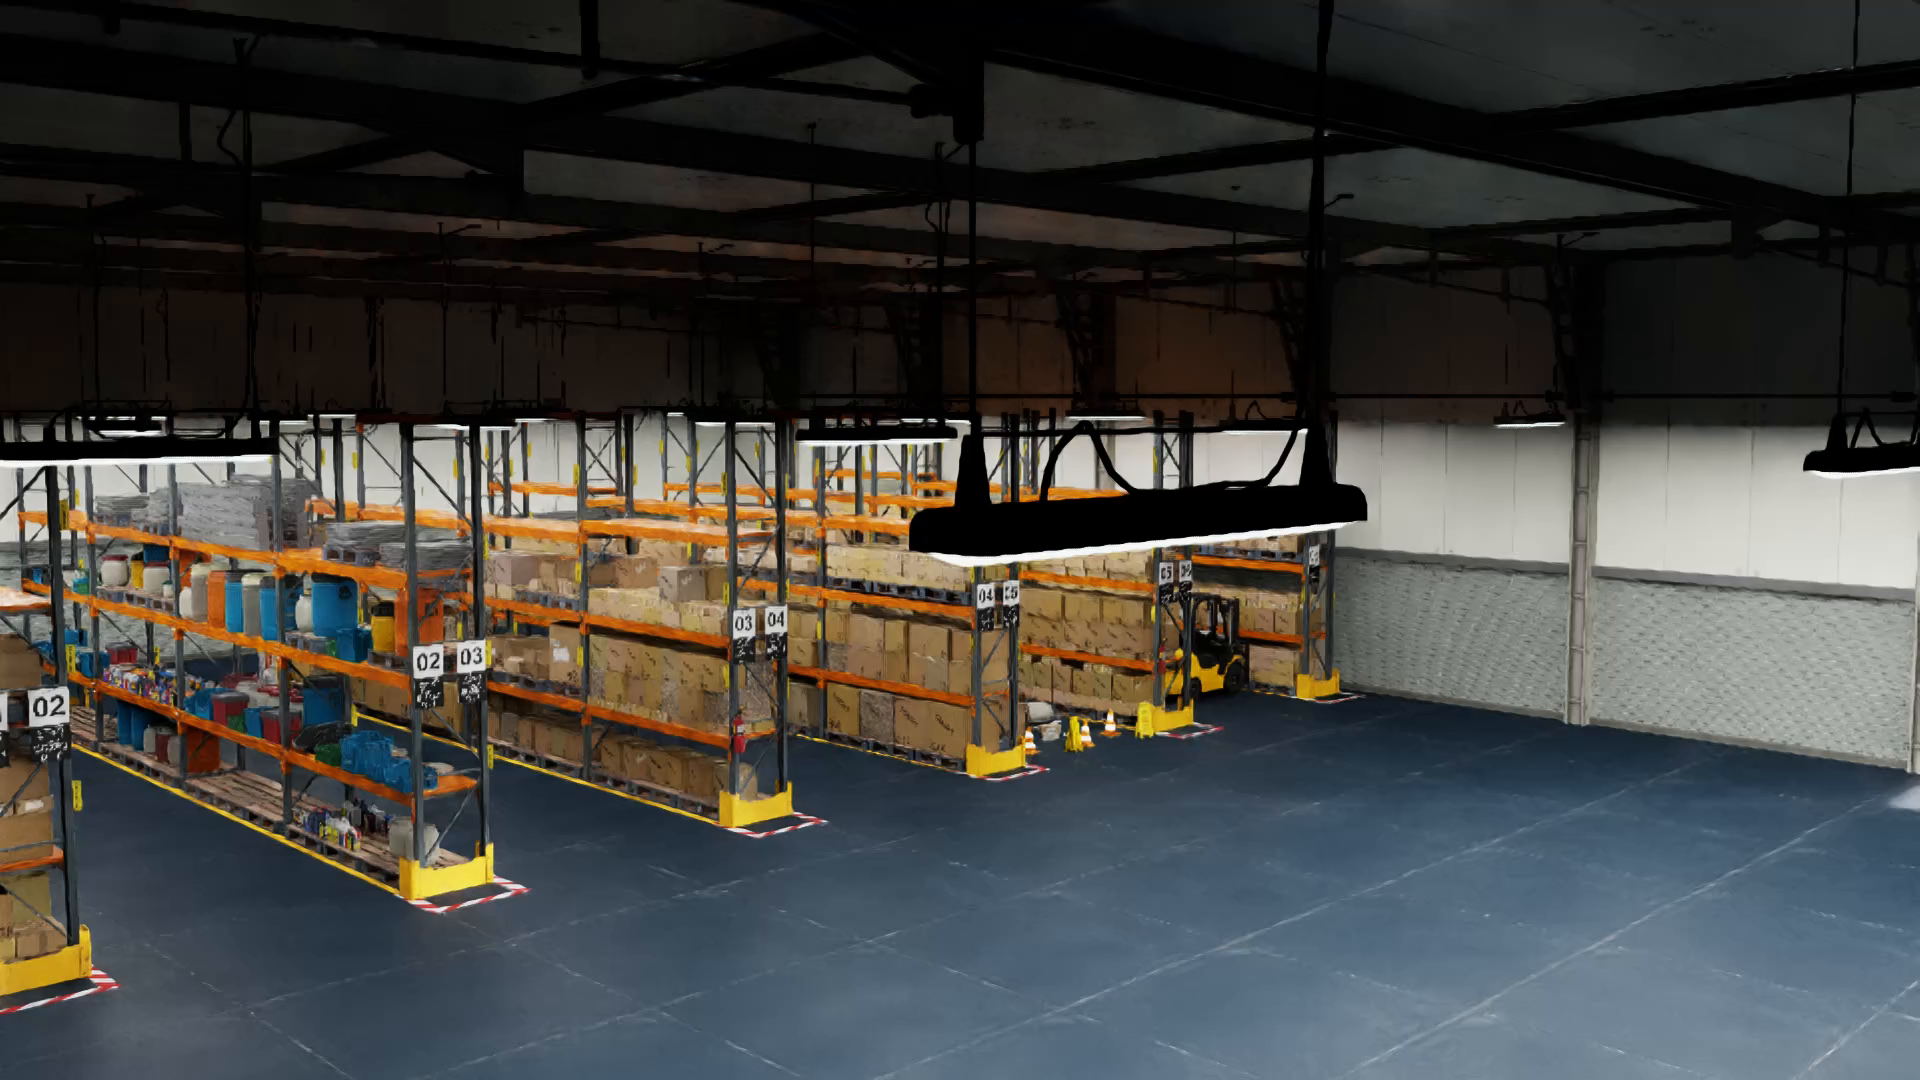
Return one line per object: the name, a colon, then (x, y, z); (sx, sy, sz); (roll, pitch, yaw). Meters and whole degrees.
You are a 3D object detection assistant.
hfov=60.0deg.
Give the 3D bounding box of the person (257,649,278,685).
person: (-13.848, 2.552, 33.103); (0.579, 1.785, 0.679); (-3, 6, -34)
